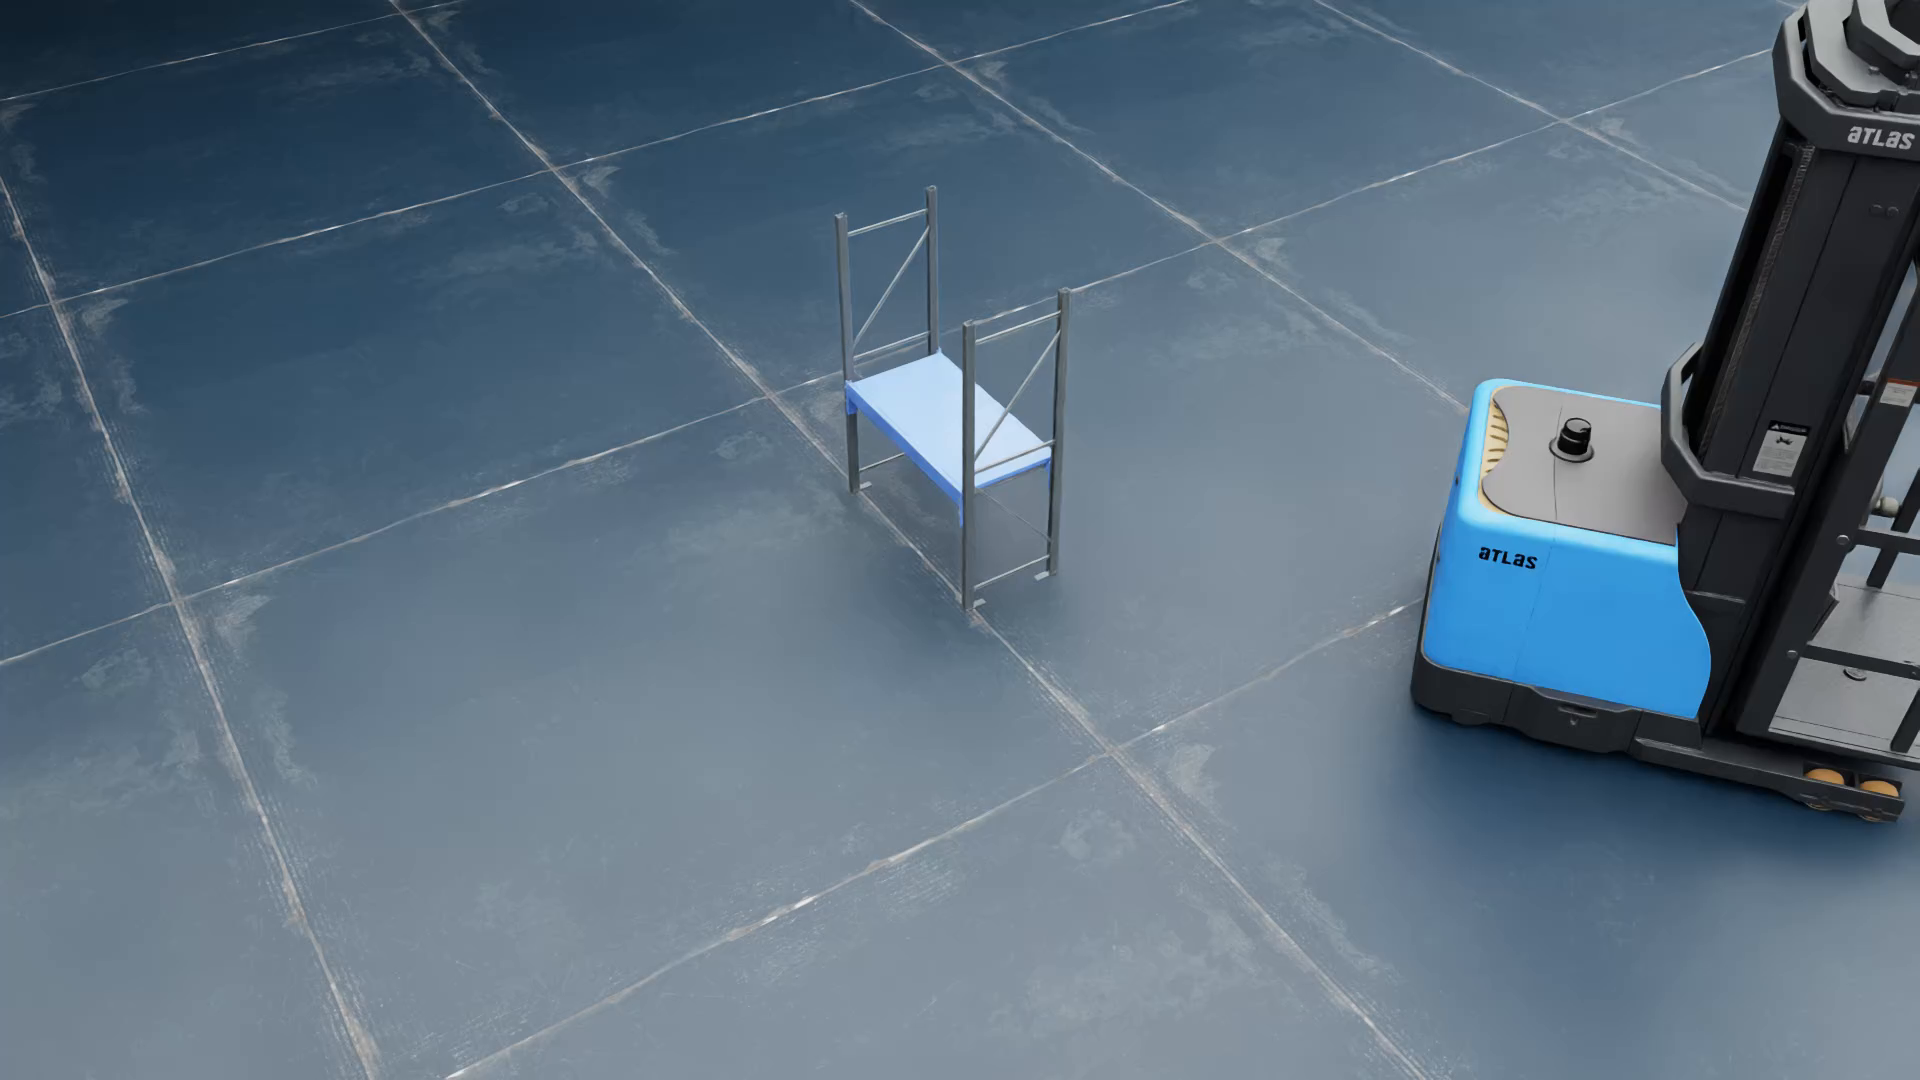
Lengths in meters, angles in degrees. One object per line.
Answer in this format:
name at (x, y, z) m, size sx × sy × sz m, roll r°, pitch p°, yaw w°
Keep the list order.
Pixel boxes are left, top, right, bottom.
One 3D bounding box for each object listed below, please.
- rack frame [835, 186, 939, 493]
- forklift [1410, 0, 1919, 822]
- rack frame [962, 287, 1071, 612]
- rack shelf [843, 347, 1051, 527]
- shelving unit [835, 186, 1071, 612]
rack frame at (-0.319, -0.897, 7.715) m, size 0.500 × 1.500 × 0.032 m, roll -22°, pitch 45°, yaw -24°
forklift at (3.454, -0.410, 6.013) m, size 3.031 × 2.935 × 1.130 m, roll 12°, pitch 41°, yaw 14°
rack frame at (0.227, -0.348, 7.056) m, size 0.500 × 1.500 × 0.032 m, roll -22°, pitch 45°, yaw -24°
rack shelf at (-0.046, -0.484, 7.501) m, size 0.538 × 0.185 × 1.000 m, roll -22°, pitch 45°, yaw -24°
shelving unit at (-0.046, -0.622, 7.386) m, size 0.538 × 1.500 × 1.048 m, roll -22°, pitch 45°, yaw -24°
